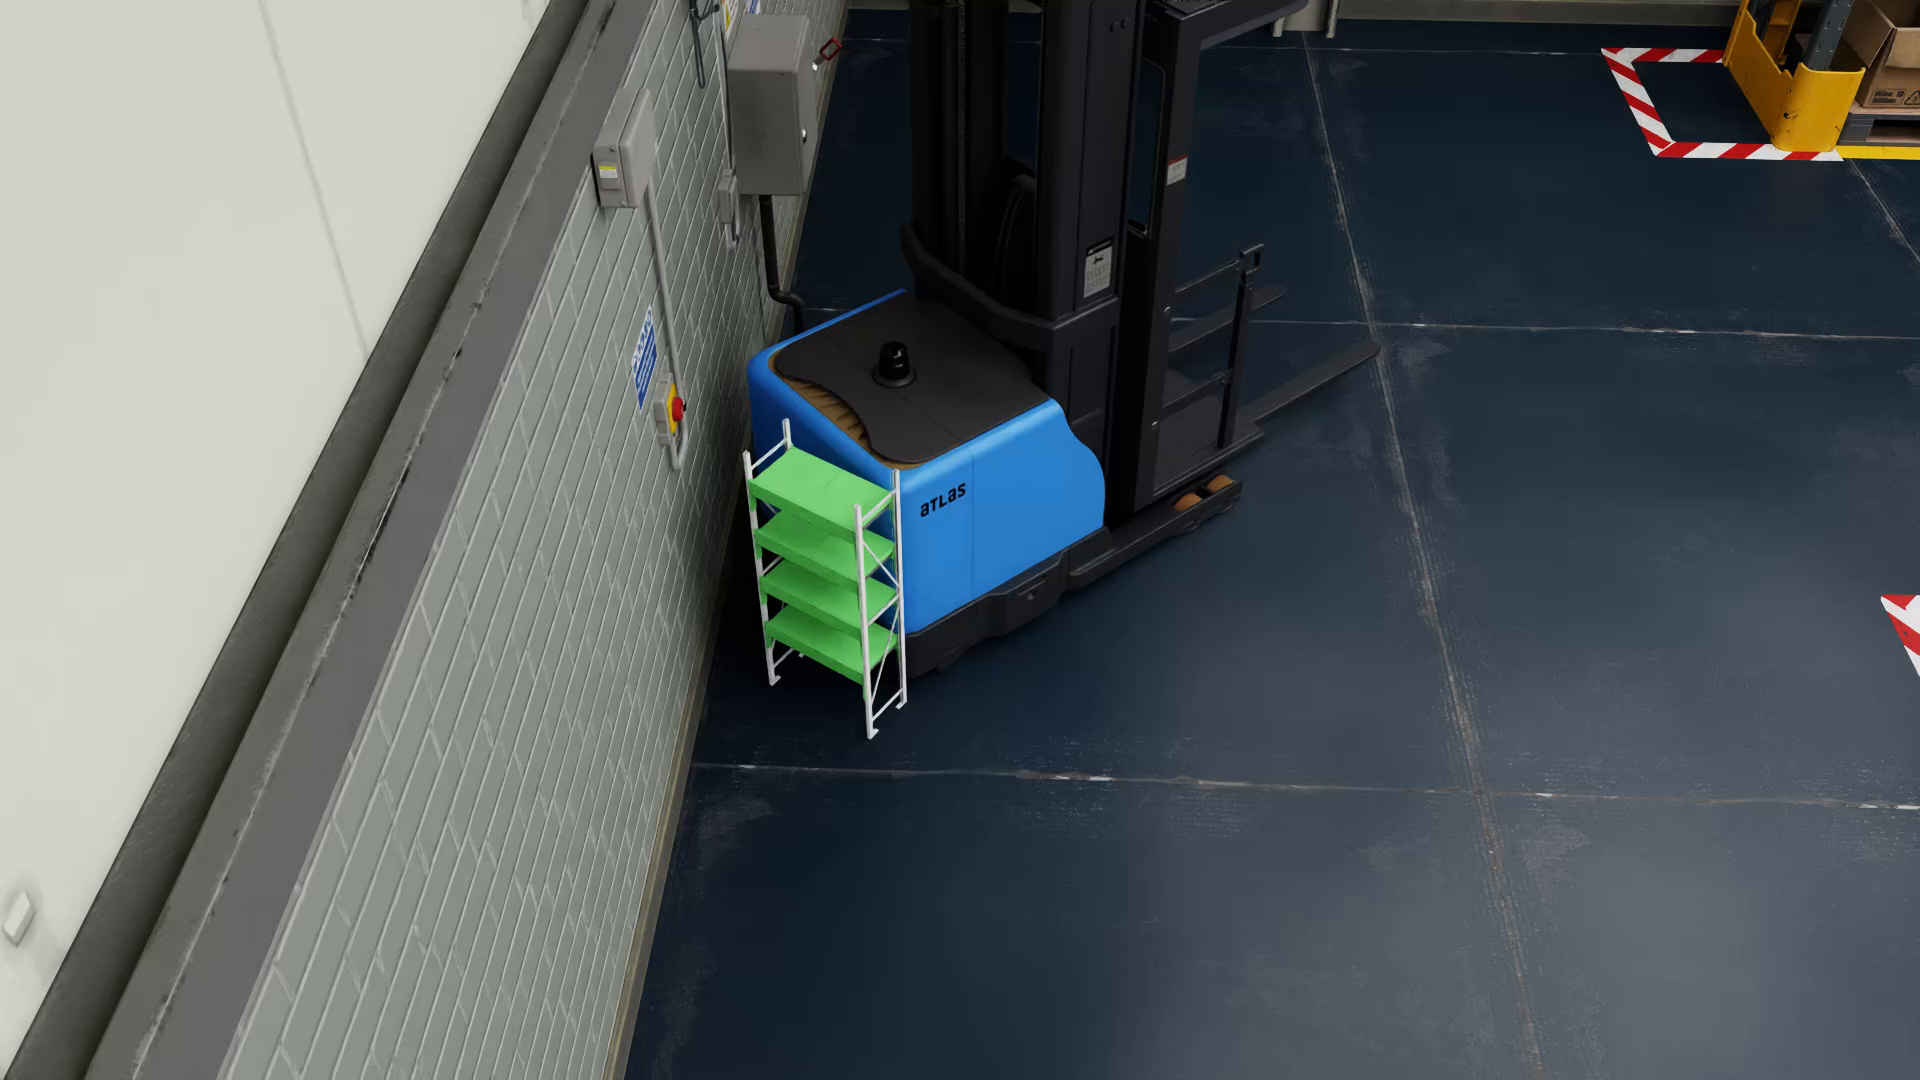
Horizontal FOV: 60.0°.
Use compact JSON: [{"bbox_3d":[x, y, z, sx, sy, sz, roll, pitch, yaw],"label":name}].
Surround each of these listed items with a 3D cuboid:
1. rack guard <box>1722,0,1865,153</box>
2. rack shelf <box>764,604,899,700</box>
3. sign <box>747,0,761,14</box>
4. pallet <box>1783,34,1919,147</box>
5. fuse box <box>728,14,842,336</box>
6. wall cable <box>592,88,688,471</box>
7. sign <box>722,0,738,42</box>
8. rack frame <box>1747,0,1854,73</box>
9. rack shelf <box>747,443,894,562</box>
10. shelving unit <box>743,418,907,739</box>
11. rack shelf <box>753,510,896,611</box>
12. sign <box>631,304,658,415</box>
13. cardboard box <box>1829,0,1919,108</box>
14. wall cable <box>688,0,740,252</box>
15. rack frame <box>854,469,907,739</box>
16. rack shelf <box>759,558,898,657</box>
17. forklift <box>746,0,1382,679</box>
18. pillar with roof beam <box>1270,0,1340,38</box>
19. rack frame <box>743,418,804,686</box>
[{"bbox_3d":[4.953,-2.838,9.929,0.348,0.500,1.175,2,43,2],"label":"rack guard"},{"bbox_3d":[-0.485,0.390,6.397,0.480,0.148,0.258,25,49,25],"label":"rack shelf"},{"bbox_3d":[-0.921,-2.265,7.551,0.001,0.494,0.329,2,43,2],"label":"sign"},{"bbox_3d":[5.749,-2.708,10.002,1.213,0.211,1.003,2,43,2],"label":"pallet"},{"bbox_3d":[-0.737,-1.486,7.590,0.414,1.711,0.539,2,43,2],"label":"fuse box"},{"bbox_3d":[-0.977,-0.915,5.263,0.123,1.953,0.585,2,43,2],"label":"wall cable"},{"bbox_3d":[-0.946,-2.228,6.836,0.001,0.242,0.339,2,43,2],"label":"sign"},{"bbox_3d":[4.877,-3.754,9.080,0.127,3.000,1.000,2,43,2],"label":"rack frame"},{"bbox_3d":[-0.485,-0.137,5.907,0.480,0.148,0.258,25,49,25],"label":"rack shelf"},{"bbox_3d":[-0.485,0.167,6.190,0.503,1.200,0.258,25,49,25],"label":"shelving unit"},{"bbox_3d":[-0.485,0.038,6.070,0.480,0.148,0.258,25,49,25],"label":"rack shelf"},{"bbox_3d":[-1.040,-0.600,5.495,0.001,0.218,0.327,2,43,2],"label":"sign"},{"bbox_3d":[5.484,-2.911,9.698,0.637,0.503,0.797,0,43,0],"label":"cardboard box"},{"bbox_3d":[-0.925,-1.869,6.311,0.122,1.984,0.588,2,43,2],"label":"wall cable"},{"bbox_3d":[-0.285,0.262,6.089,0.015,1.200,0.240,25,49,25],"label":"rack frame"},{"bbox_3d":[-0.485,0.214,6.234,0.480,0.148,0.258,25,49,25],"label":"rack shelf"},{"bbox_3d":[0.622,-1.366,6.566,3.031,2.935,1.130,-29,50,-27],"label":"forklift"},{"bbox_3d":[2.030,-3.715,4.636,0.400,9.000,9.100,2,43,2],"label":"pillar with roof beam"},{"bbox_3d":[-0.686,0.072,6.292,0.015,1.200,0.240,25,49,25],"label":"rack frame"}]
